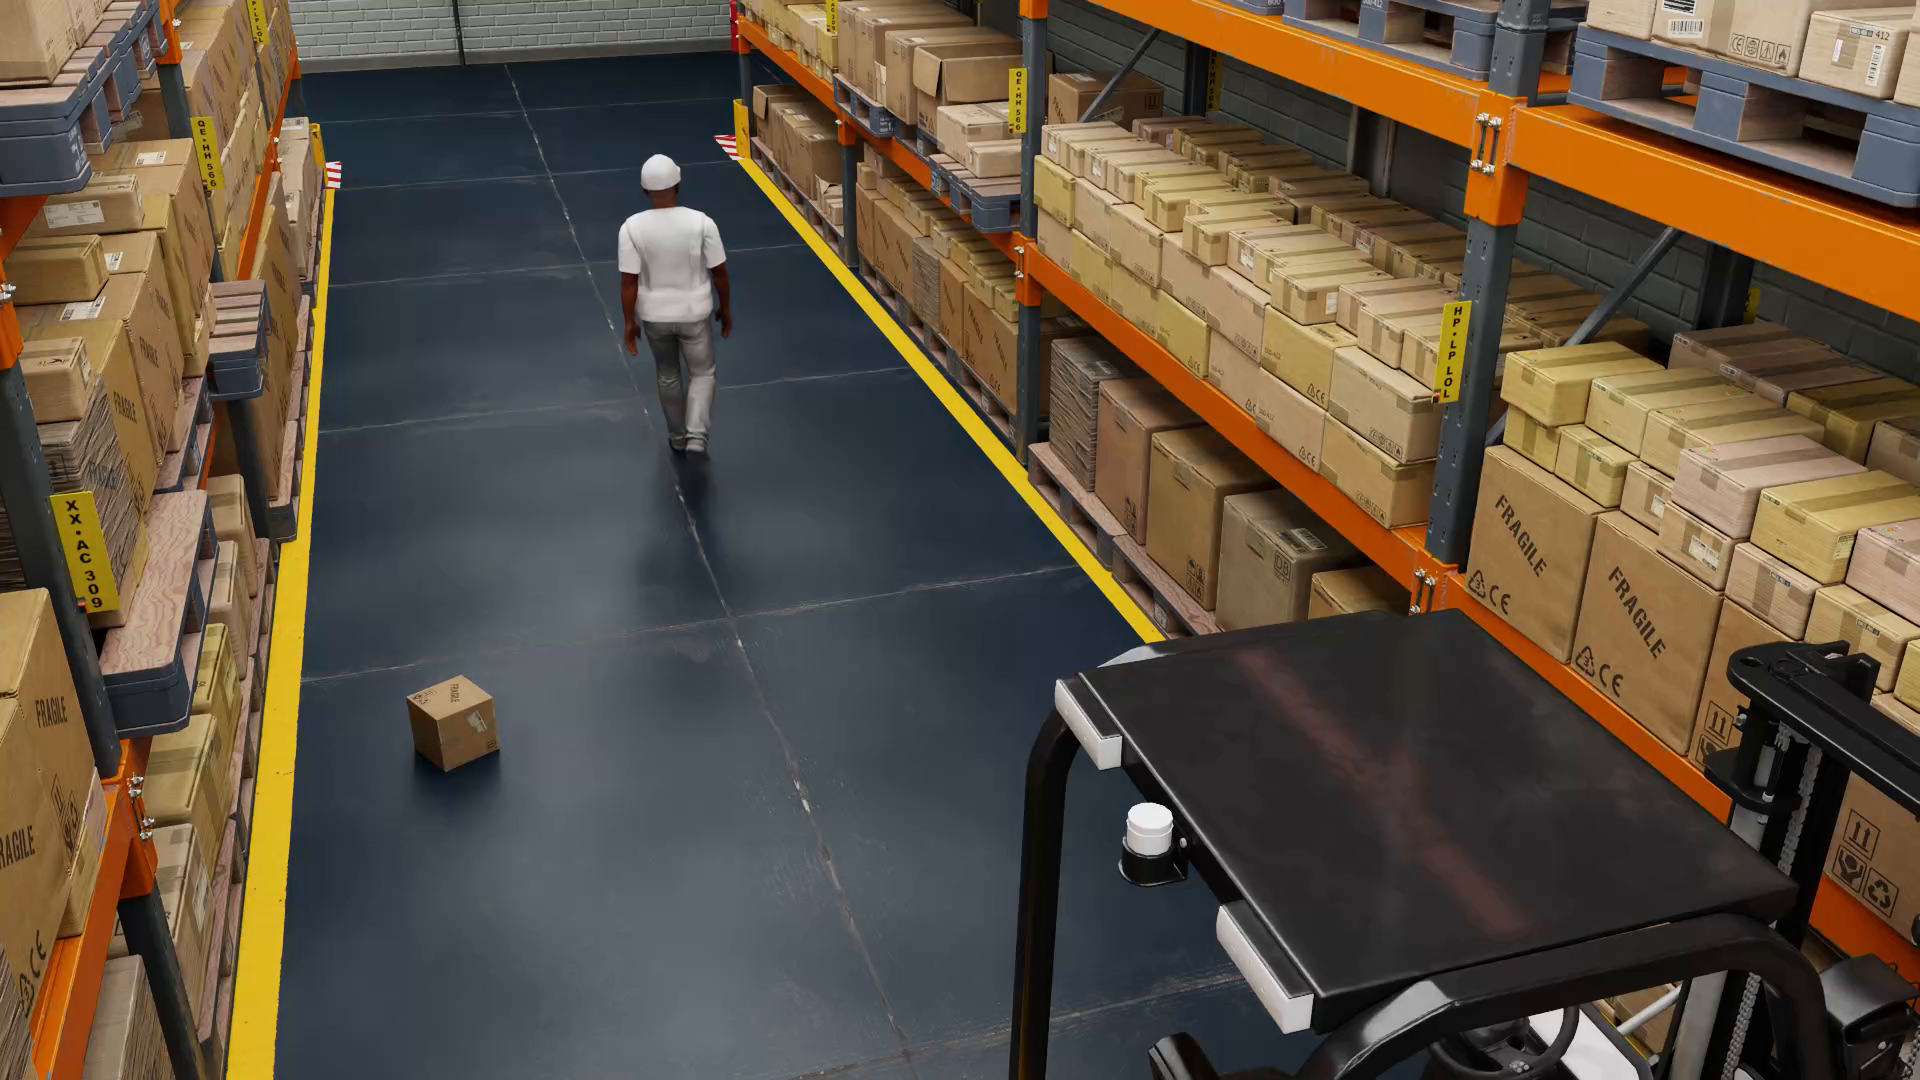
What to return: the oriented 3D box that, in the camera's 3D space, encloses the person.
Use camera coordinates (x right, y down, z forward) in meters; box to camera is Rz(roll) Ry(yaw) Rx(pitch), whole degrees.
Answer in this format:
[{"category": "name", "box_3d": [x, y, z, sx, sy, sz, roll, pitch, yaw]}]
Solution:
[{"category": "person", "box_3d": [-1.541, -1.236, 9.087, 0.579, 1.741, 0.872, -2, 26, -4]}]
